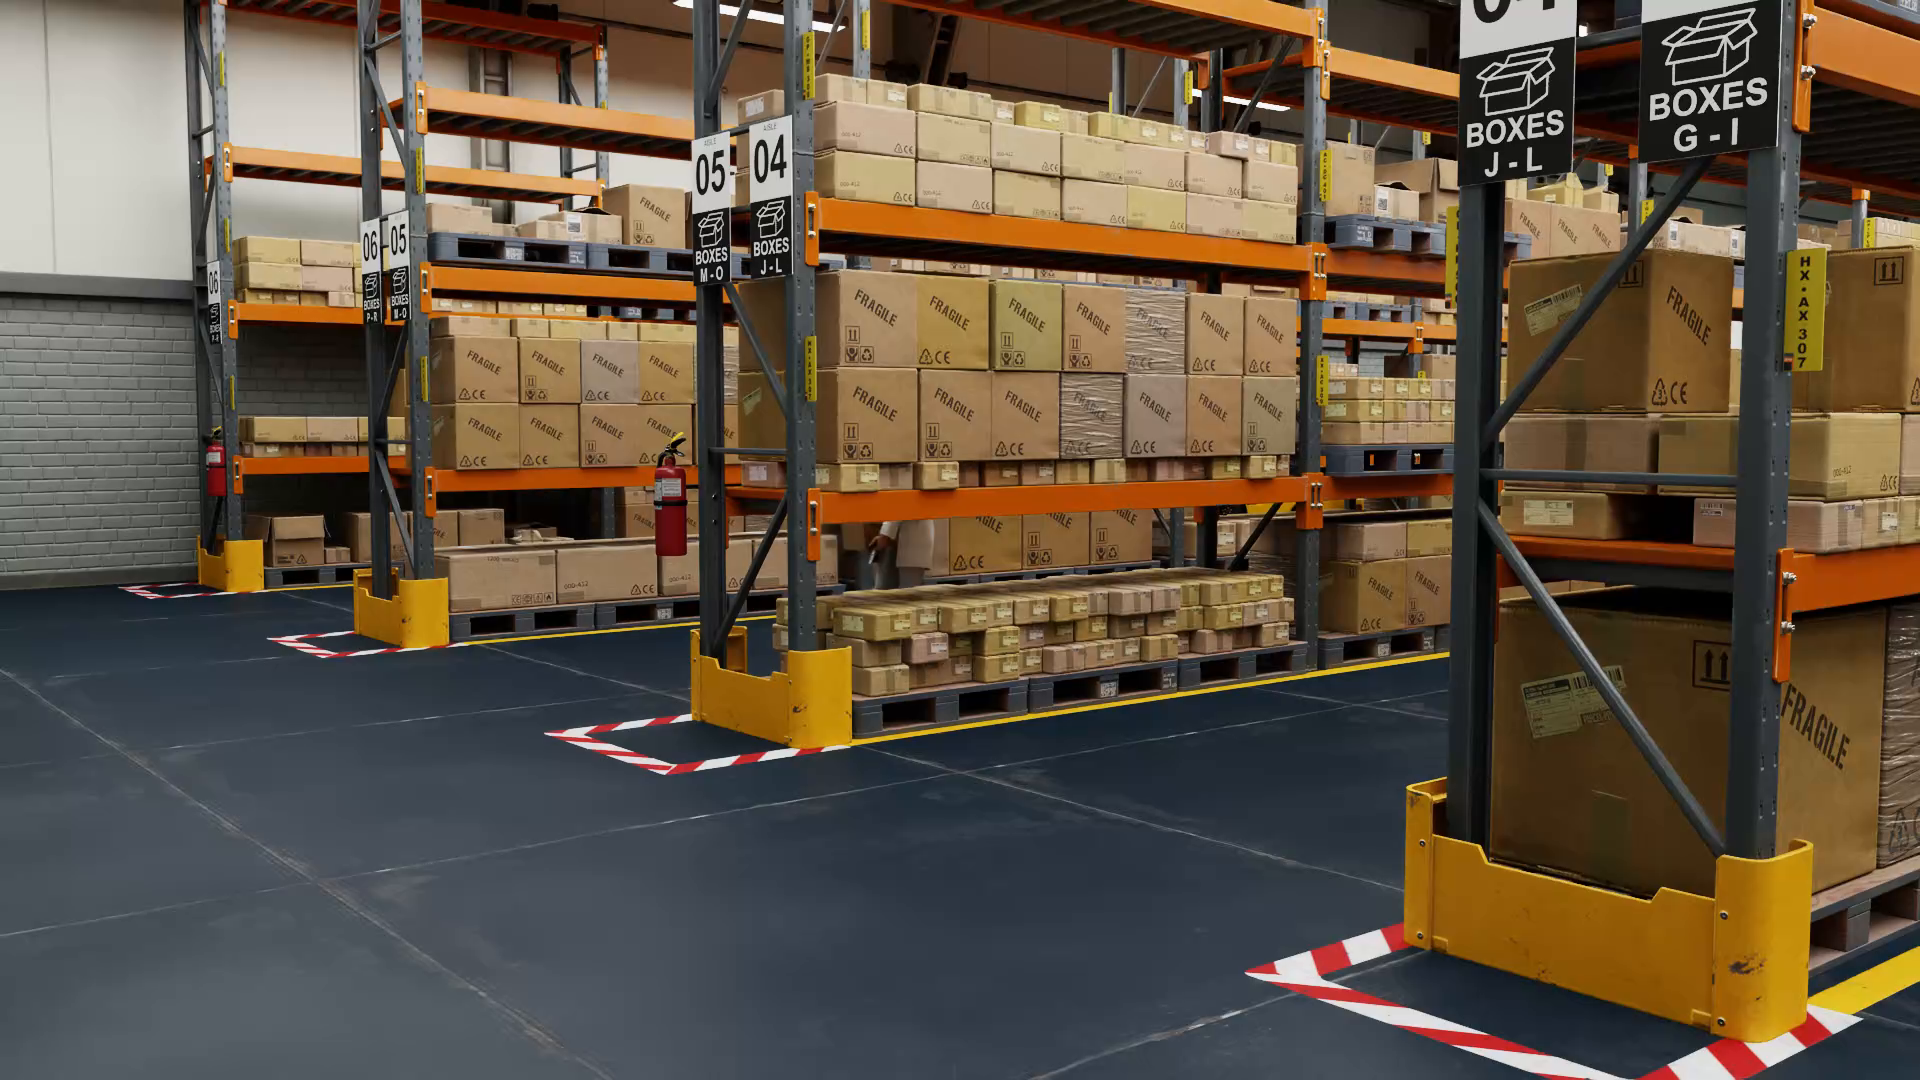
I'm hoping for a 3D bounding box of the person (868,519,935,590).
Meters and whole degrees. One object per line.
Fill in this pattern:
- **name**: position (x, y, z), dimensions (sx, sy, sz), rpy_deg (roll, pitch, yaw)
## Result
- **person**: position (-0.469, -0.015, 11.328), dimensions (0.594, 1.757, 0.534), rpy_deg (-4, 6, -41)
